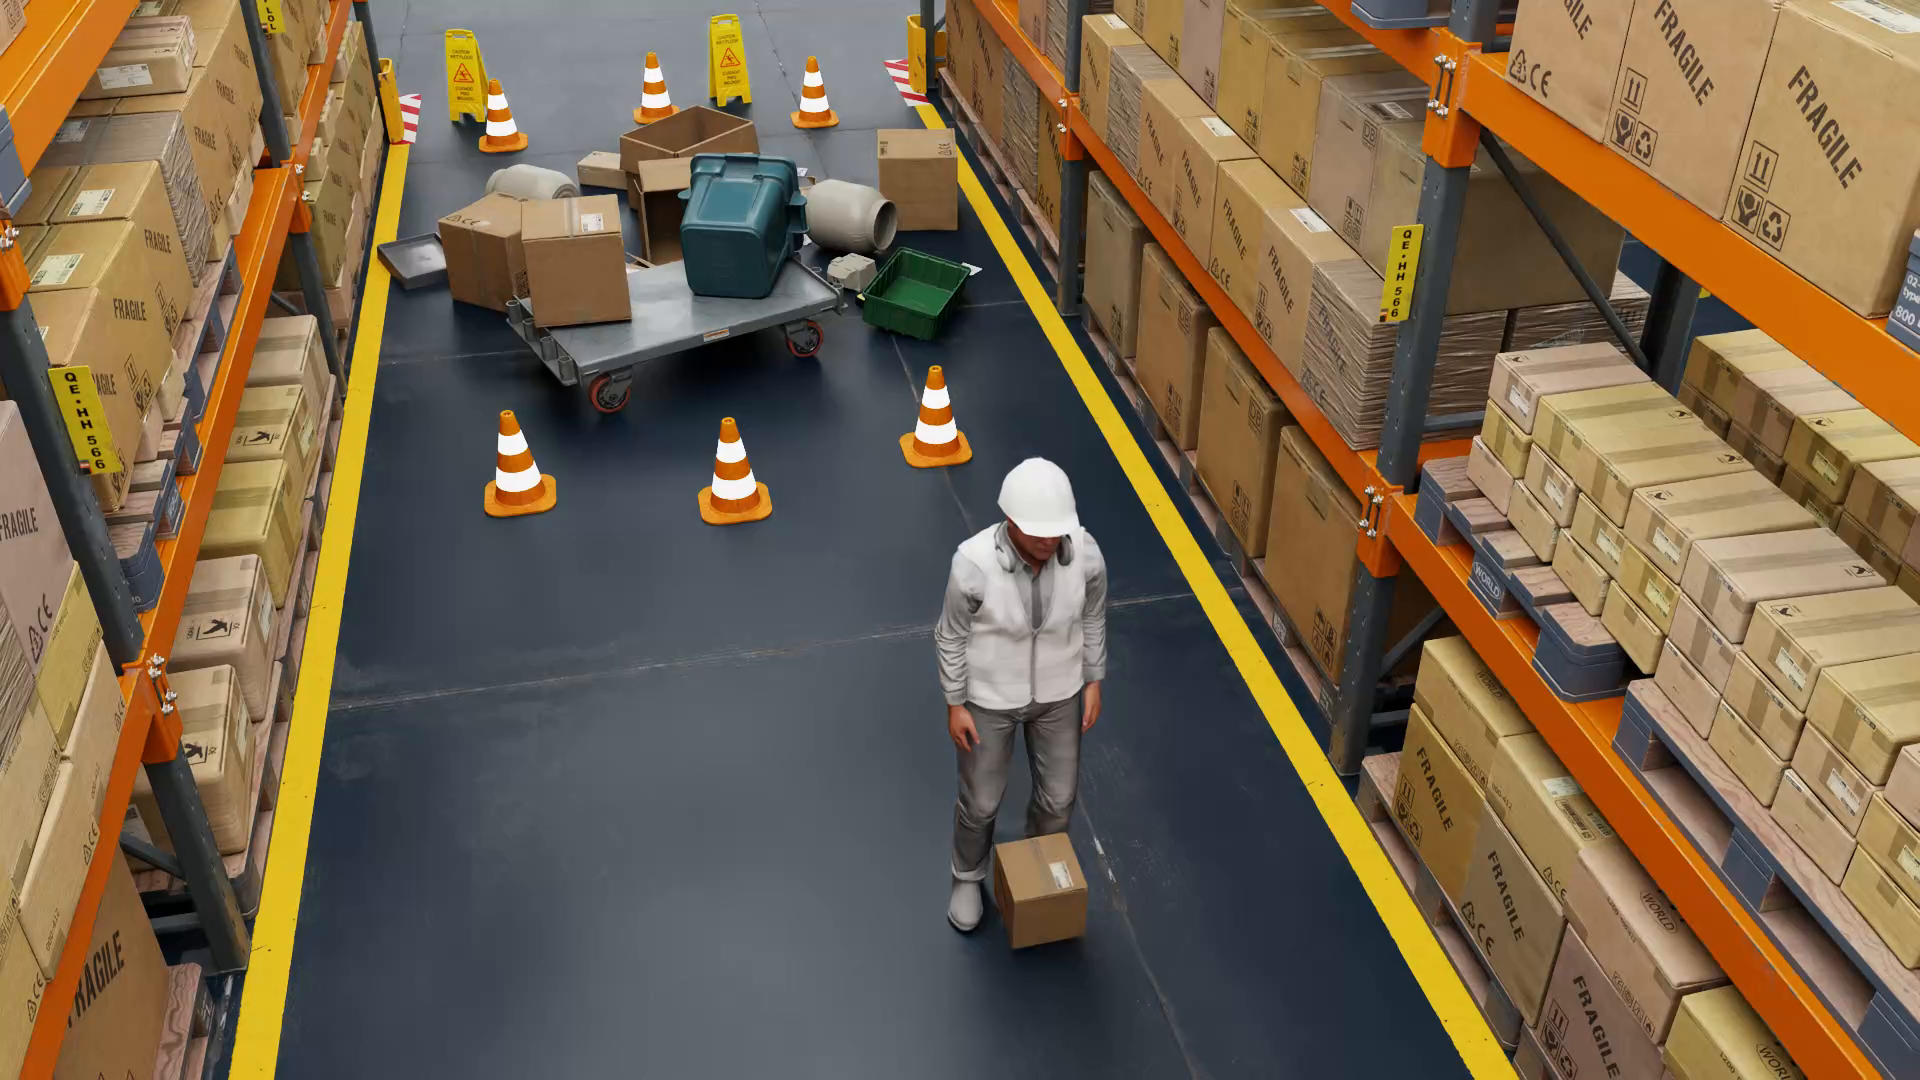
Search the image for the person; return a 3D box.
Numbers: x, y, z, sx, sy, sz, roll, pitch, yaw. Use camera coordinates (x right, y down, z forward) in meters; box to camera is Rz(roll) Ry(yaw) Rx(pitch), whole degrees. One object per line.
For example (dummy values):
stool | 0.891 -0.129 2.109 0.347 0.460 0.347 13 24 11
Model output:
person | 0.197 0.493 5.391 0.551 1.773 0.473 -8 35 -12
